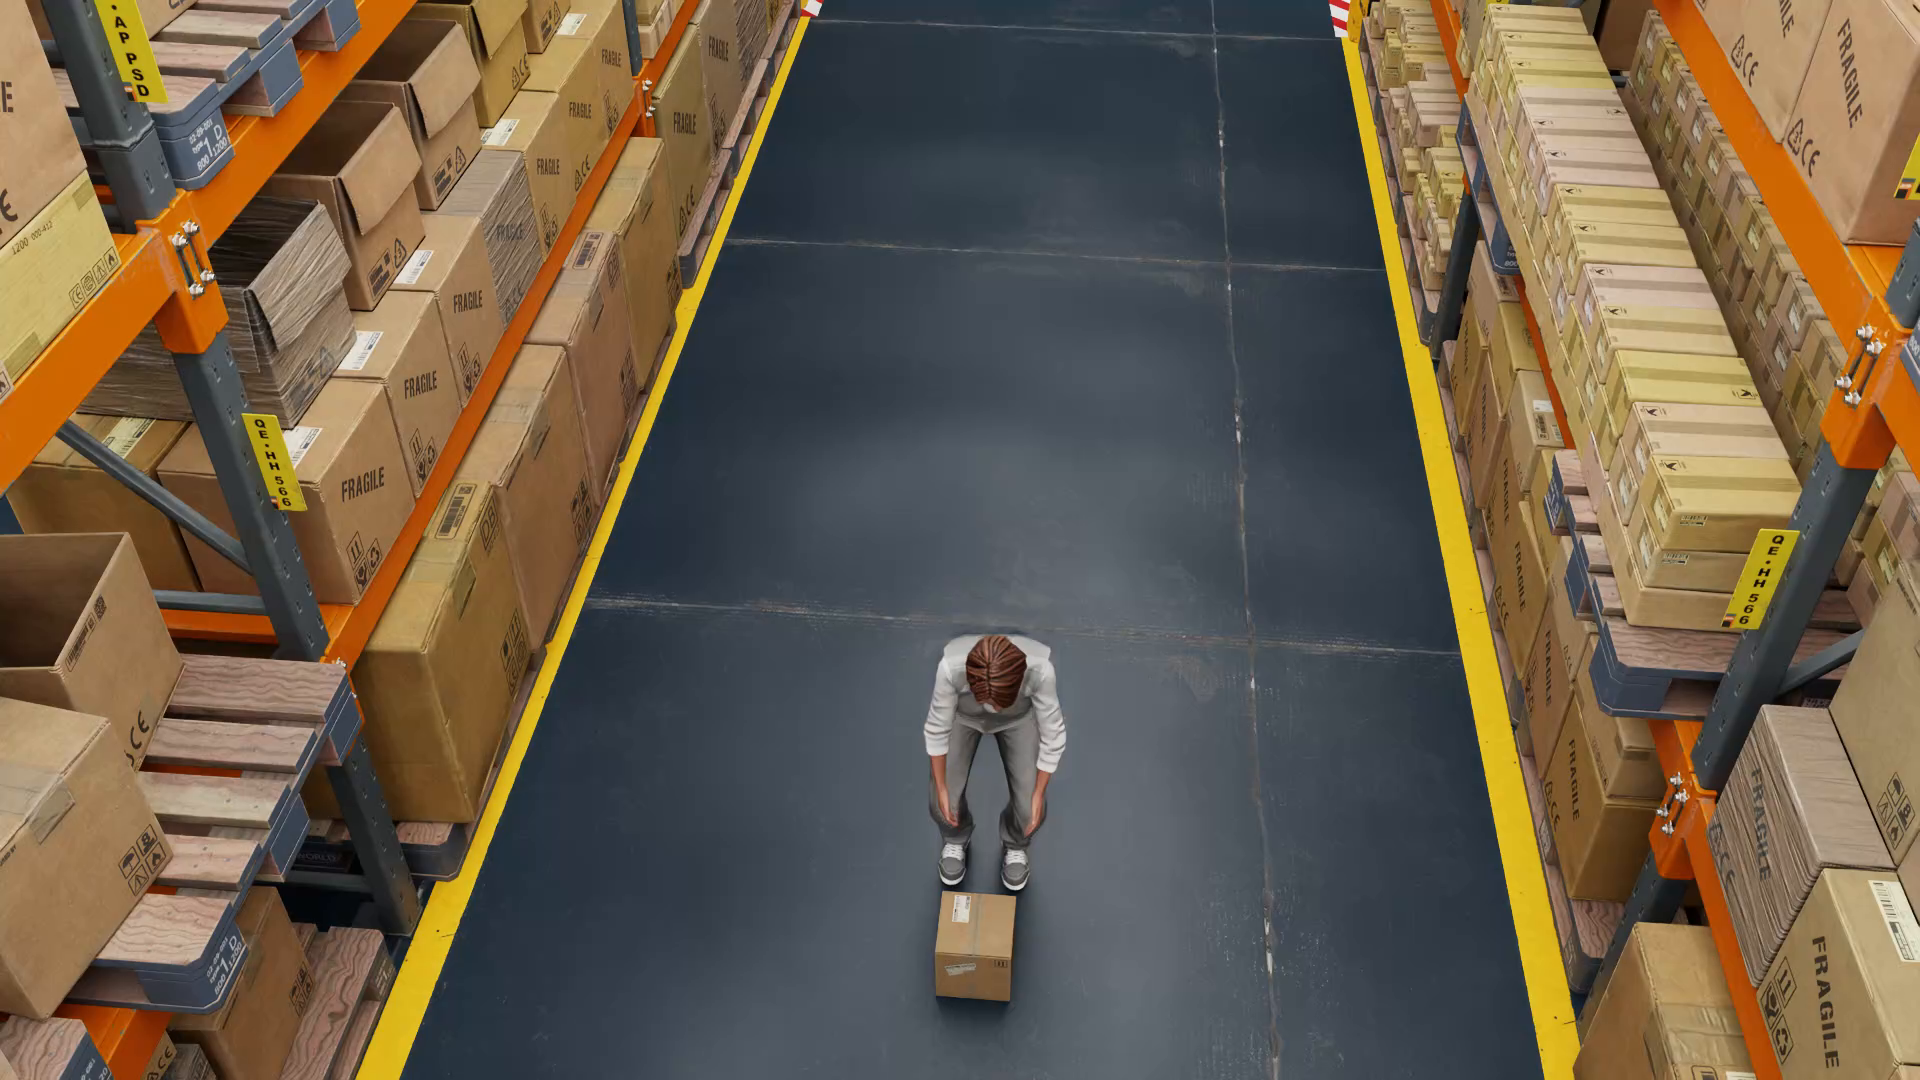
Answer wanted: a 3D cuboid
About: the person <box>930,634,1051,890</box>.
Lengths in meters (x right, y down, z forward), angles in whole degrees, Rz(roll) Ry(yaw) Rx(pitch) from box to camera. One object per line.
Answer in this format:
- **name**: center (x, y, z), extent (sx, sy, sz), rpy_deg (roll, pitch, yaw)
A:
- **person**: center (0.118, 0.689, 5.576), extent (0.438, 1.325, 0.640), rpy_deg (3, 41, 4)
